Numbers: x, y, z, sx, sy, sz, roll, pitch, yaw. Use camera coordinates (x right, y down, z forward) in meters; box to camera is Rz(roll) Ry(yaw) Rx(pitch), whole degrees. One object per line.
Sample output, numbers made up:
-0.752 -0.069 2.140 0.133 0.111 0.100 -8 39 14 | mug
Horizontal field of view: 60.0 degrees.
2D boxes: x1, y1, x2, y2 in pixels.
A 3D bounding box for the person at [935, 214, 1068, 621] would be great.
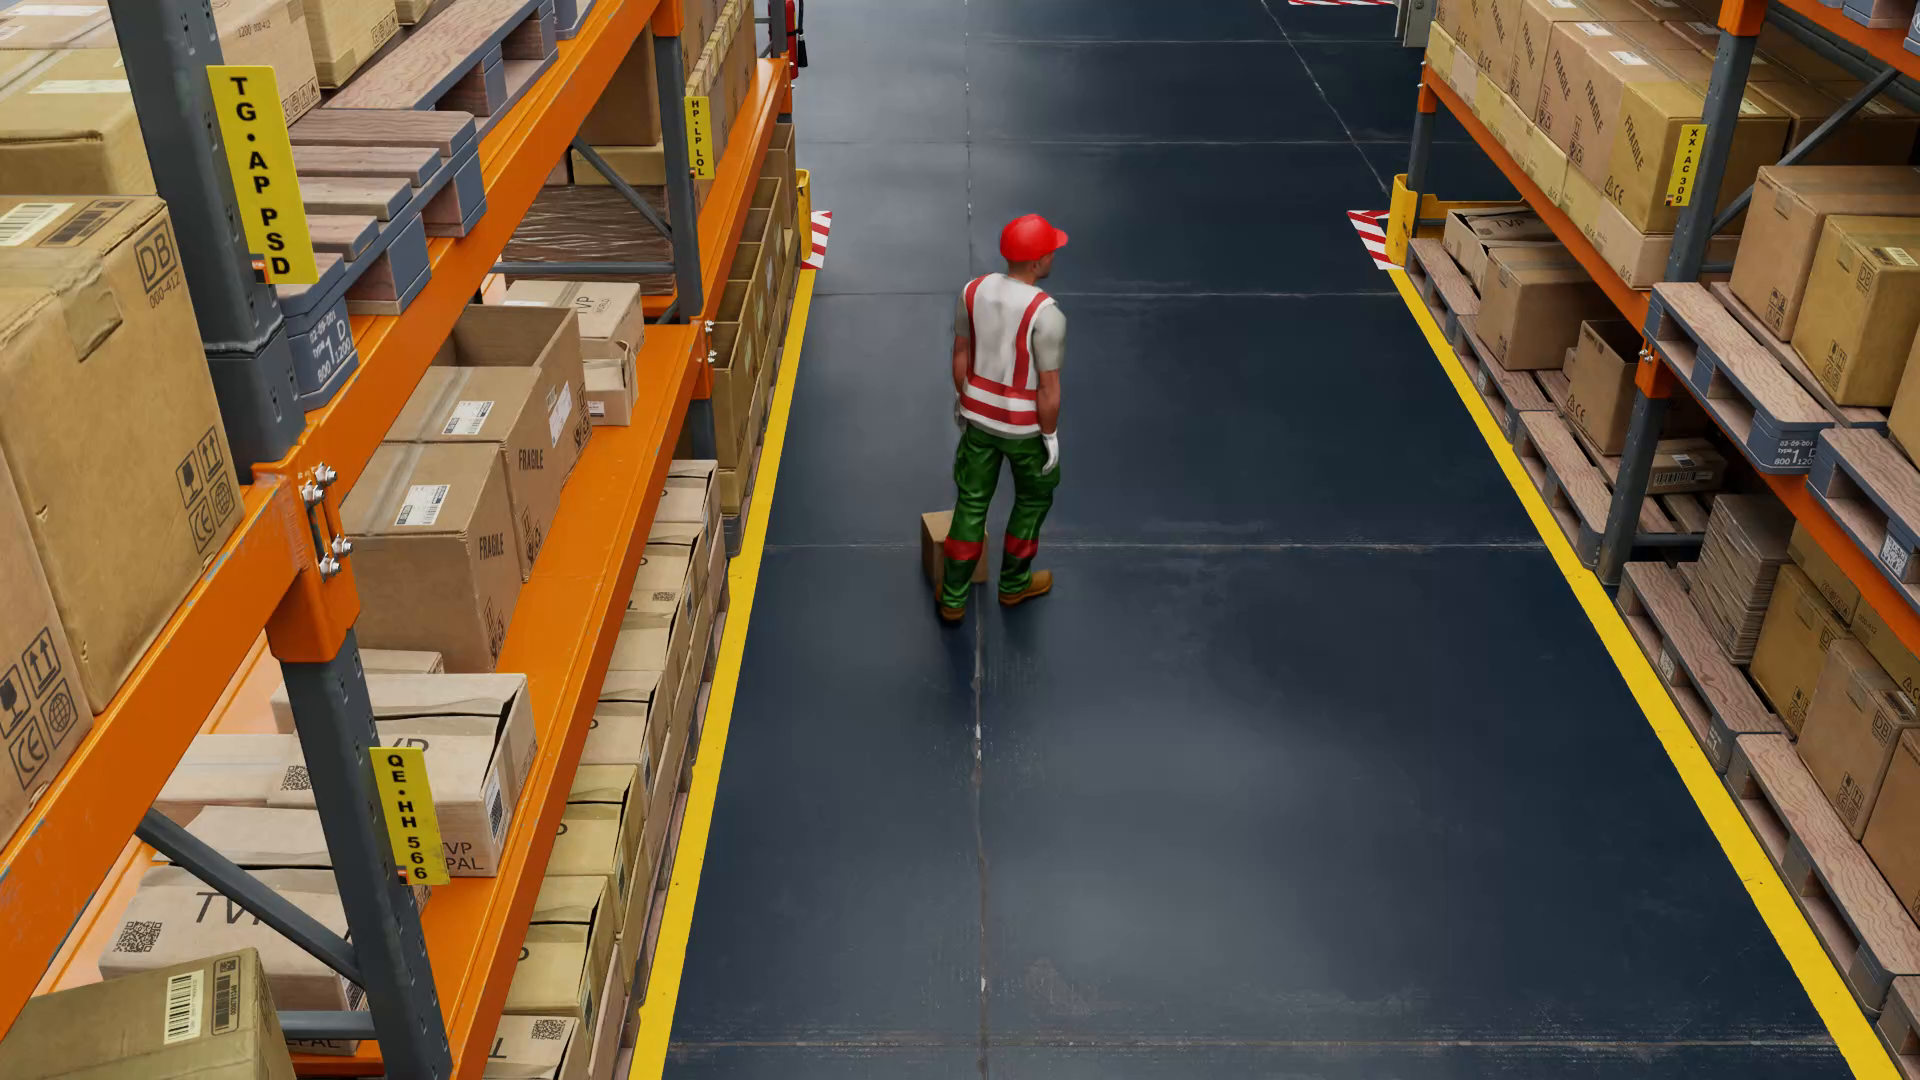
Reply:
0.168 -0.480 6.909 0.567 1.776 0.577 20 37 30 | person
